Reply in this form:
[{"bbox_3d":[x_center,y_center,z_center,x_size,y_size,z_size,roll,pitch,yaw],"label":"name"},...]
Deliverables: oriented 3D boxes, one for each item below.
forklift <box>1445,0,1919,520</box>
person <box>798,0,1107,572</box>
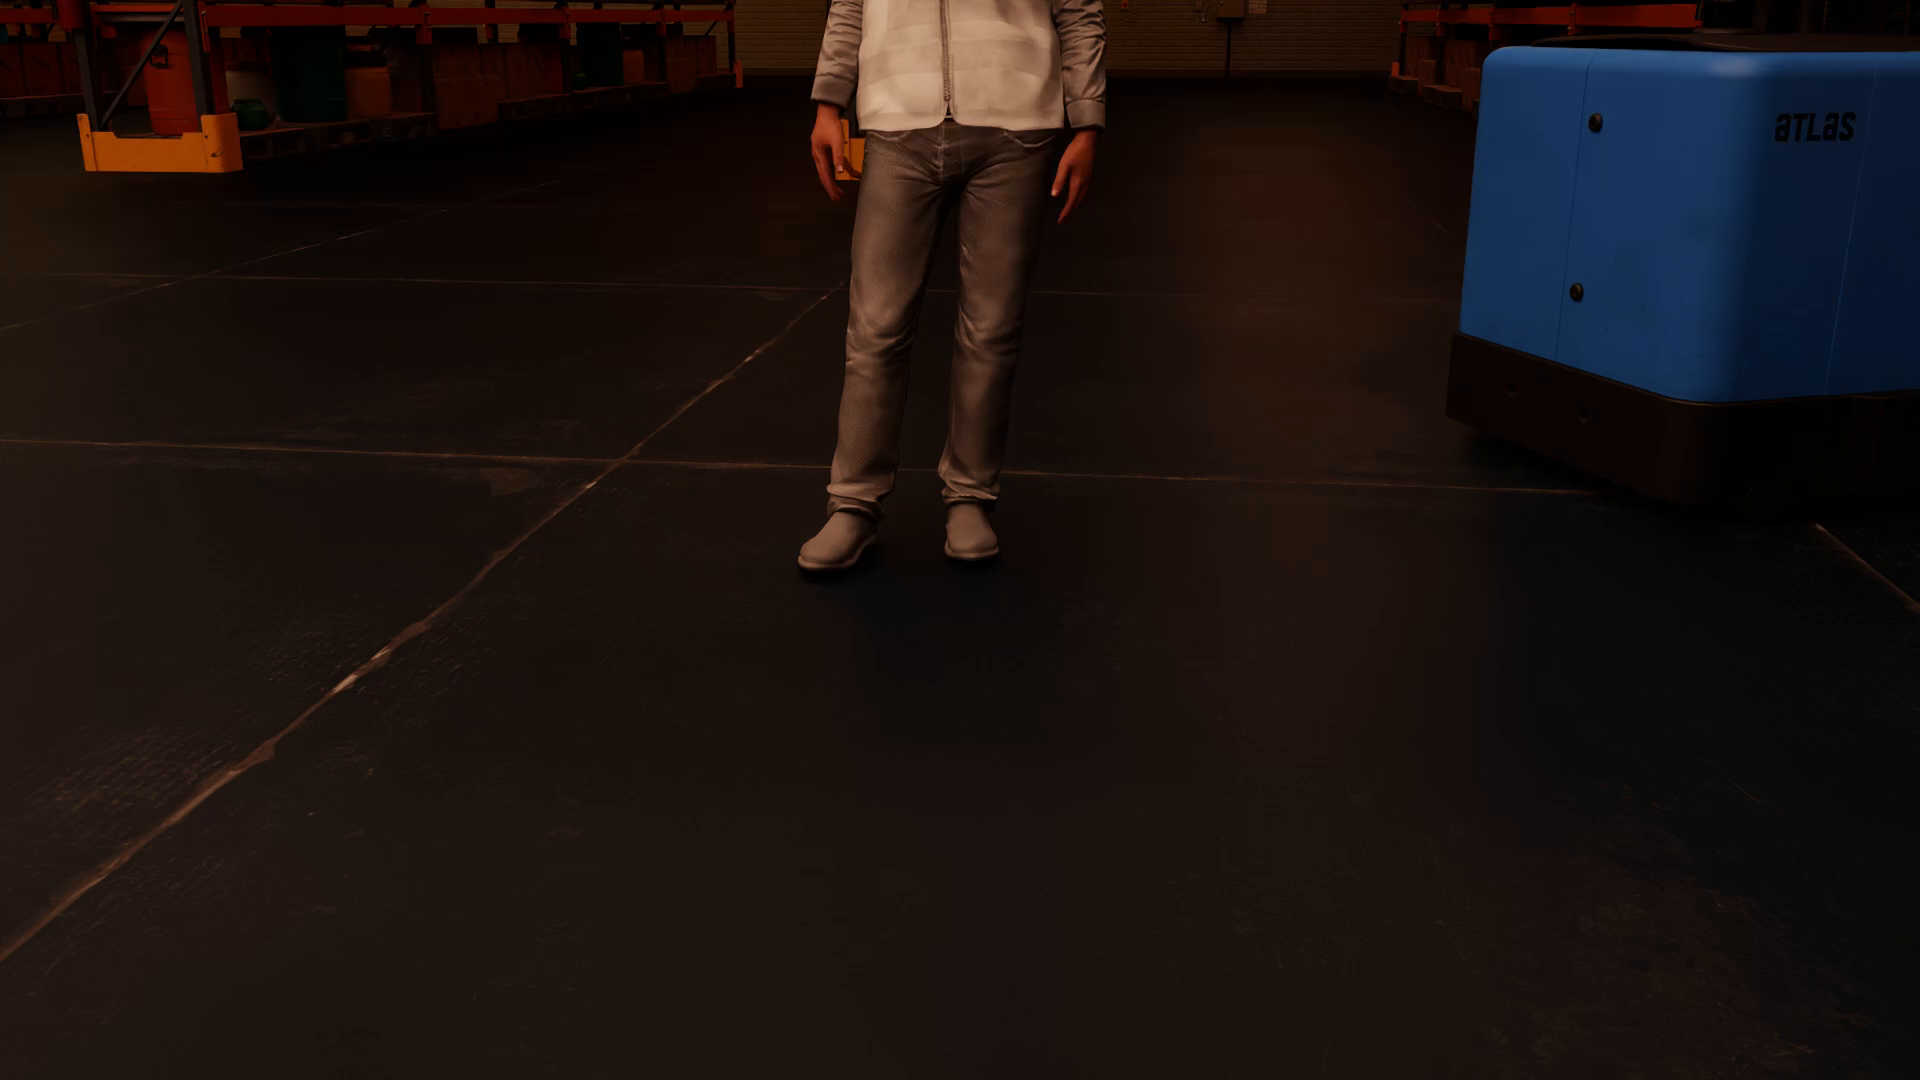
[{"bbox_3d":[2.950,-1.679,4.278,3.031,2.935,1.130,-5,18,-16],"label":"forklift"},{"bbox_3d":[-0.015,-0.835,3.498,0.634,1.775,0.566,2,18,7],"label":"person"}]
